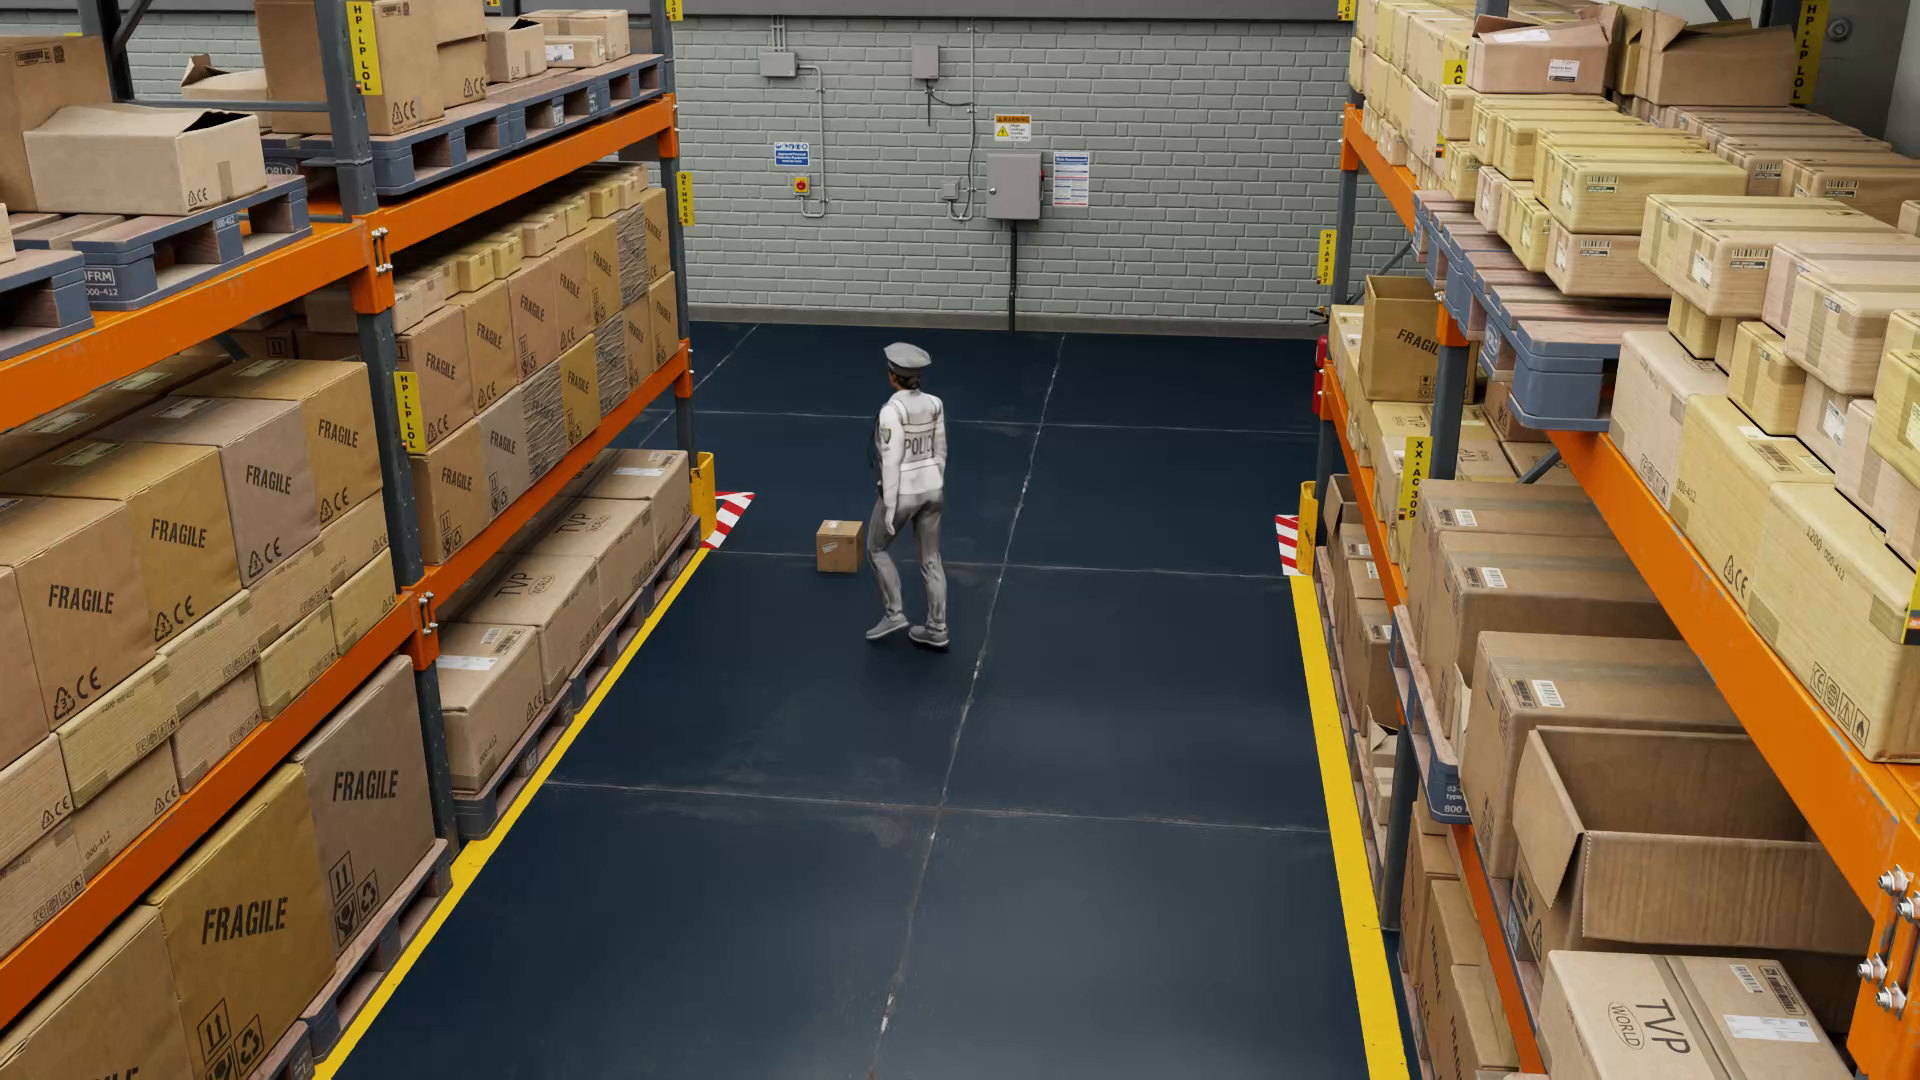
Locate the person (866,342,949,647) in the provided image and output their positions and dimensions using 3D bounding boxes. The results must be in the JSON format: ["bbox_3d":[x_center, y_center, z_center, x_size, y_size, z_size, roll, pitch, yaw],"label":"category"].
[{"bbox_3d":[-0.244,-0.219,9.122,0.520,1.691,0.512,-17,27,-37],"label":"person"}]
